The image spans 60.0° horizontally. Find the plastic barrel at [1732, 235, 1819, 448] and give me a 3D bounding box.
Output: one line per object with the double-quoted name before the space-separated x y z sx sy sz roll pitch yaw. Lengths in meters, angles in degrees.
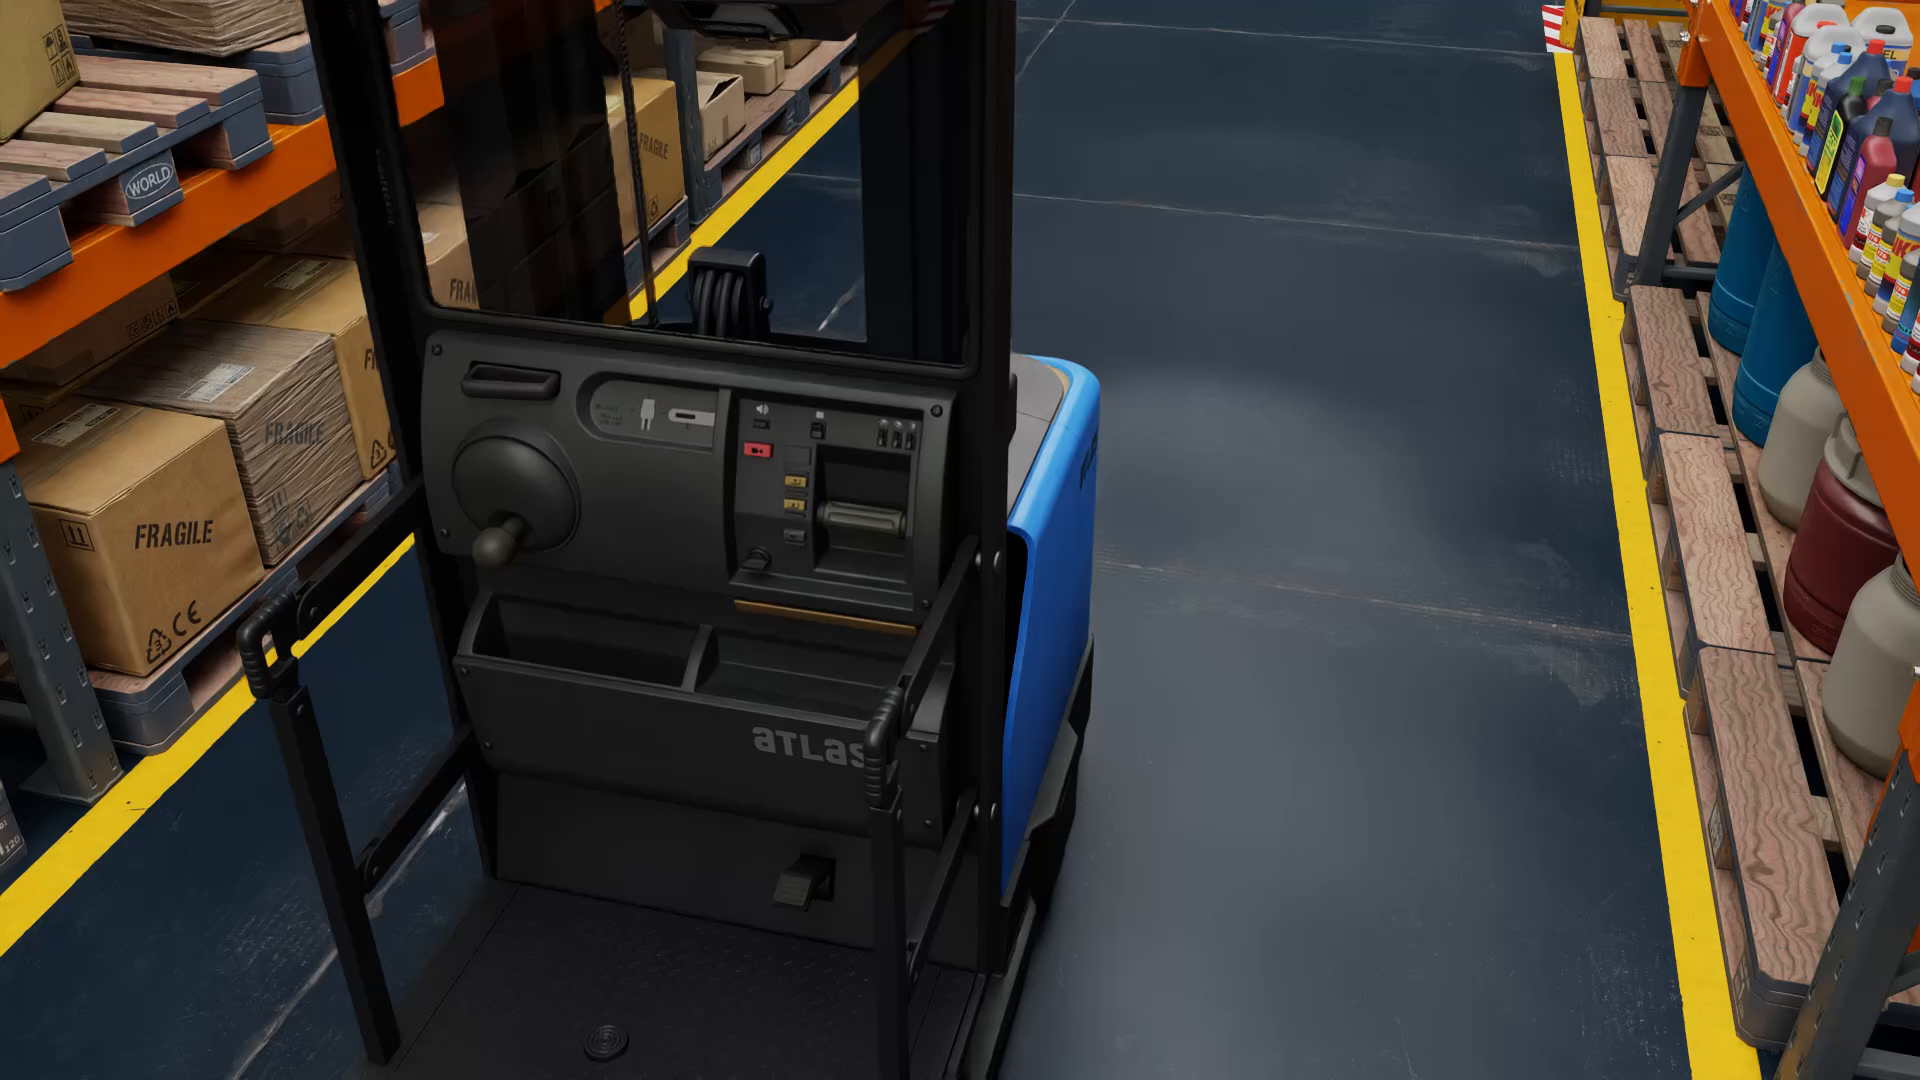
"plastic barrel" 2.818 -0.737 5.178 0.600 0.901 0.708 8 33 12

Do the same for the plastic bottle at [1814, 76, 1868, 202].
"plastic bottle" 2.197 -0.994 4.126 0.061 0.283 0.133 8 33 12

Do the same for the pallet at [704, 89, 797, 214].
"pallet" -1.463 -1.948 8.118 1.003 0.211 1.213 8 33 12

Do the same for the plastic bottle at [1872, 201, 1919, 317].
"plastic bottle" 2.031 -0.610 3.533 0.097 0.271 0.097 0 32 0

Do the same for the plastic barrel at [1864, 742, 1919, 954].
"plastic barrel" 2.244 0.465 3.353 0.600 0.830 0.708 8 33 12

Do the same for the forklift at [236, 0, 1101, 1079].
"forklift" -0.521 -0.052 2.600 1.130 2.935 3.031 8 33 12

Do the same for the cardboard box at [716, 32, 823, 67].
"cardboard box" -1.167 -2.877 8.896 0.797 0.503 0.637 8 33 12

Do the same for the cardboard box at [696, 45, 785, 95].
"cardboard box" -1.113 -2.398 8.456 0.380 0.166 0.250 8 33 12

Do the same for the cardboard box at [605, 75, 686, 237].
"cardboard box" -1.487 -1.605 6.898 0.500 0.500 0.500 8 33 12

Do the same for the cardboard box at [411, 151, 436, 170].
"cardboard box" -2.256 -1.145 6.176 0.500 0.500 0.500 8 33 13

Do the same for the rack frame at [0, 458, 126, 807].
"rack frame" -2.654 -0.693 3.545 1.000 3.000 0.127 8 33 12

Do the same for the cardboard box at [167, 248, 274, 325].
"cardboard box" -2.512 -0.610 5.333 0.500 0.500 0.500 7 33 11

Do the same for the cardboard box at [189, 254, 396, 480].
"cardboard box" -2.002 -0.553 5.245 0.500 0.500 0.500 8 33 12

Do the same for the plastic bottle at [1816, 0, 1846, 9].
"plastic bottle" 2.698 -1.623 5.193 0.097 0.201 0.097 0 32 0

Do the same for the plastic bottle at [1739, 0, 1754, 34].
"plastic bottle" 2.601 -1.745 5.384 0.097 0.201 0.097 0 32 0

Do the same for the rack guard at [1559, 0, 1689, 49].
"rack guard" 4.160 -3.128 9.704 1.175 0.500 0.348 8 33 12

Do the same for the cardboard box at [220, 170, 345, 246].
"cardboard box" -2.378 -1.219 5.593 0.500 0.250 0.500 7 33 11

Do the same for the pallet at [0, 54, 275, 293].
"pallet" -2.549 -0.974 4.165 1.213 0.211 1.003 8 33 12

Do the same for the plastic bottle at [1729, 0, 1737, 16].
"plastic bottle" 2.646 -1.911 5.569 0.061 0.283 0.133 8 33 12

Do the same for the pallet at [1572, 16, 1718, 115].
"pallet" 3.920 -2.569 9.094 1.003 0.211 1.213 8 33 12

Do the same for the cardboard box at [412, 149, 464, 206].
"cardboard box" -1.748 -1.089 6.087 0.500 0.500 0.500 8 33 13

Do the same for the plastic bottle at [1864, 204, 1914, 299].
"plastic bottle" 2.056 -0.631 3.632 0.097 0.201 0.097 0 32 0

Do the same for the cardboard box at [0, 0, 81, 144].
"cardboard box" -2.603 -1.255 3.943 0.700 0.500 0.500 -3 33 -4

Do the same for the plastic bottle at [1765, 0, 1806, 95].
"plastic bottle" 2.421 -1.450 4.844 0.061 0.283 0.133 8 33 12

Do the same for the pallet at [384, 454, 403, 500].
"pallet" -2.116 -0.530 5.887 1.003 0.211 1.213 8 33 12

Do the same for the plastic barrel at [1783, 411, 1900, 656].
"plastic barrel" 2.531 -0.019 4.340 0.600 0.588 0.708 8 33 12

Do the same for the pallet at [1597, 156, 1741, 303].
"pallet" 3.301 -1.303 7.103 1.003 0.211 1.213 8 33 12

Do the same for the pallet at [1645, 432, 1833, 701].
"pallet" 2.608 0.114 4.874 1.003 0.211 1.213 8 33 12

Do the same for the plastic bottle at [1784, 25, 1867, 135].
"plastic bottle" 2.372 -1.251 4.538 0.152 0.276 0.135 8 33 12

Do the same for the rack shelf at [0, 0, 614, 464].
"rack shelf" -2.146 -1.428 5.370 1.077 0.370 4.000 8 33 12

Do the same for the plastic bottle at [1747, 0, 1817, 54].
"plastic bottle" 2.573 -1.662 5.184 0.152 0.276 0.135 8 33 12

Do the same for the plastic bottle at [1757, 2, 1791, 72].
"plastic bottle" 2.492 -1.524 5.036 0.097 0.201 0.097 0 32 0

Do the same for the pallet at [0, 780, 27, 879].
"pallet" -2.900 0.905 3.629 1.003 0.211 1.213 8 33 12

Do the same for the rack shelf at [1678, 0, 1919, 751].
"rack shelf" 2.644 -0.751 4.306 1.077 0.370 4.000 8 33 12

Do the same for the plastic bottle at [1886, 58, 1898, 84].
"plastic bottle" 2.497 -1.212 4.546 0.097 0.201 0.097 0 32 0

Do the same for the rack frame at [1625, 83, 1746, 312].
"rack frame" 3.152 -2.093 5.746 1.000 3.000 0.127 8 33 12

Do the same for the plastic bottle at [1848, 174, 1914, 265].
"plastic bottle" 2.105 -0.732 3.791 0.097 0.201 0.097 0 32 0

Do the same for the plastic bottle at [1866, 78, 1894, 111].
"plastic bottle" 2.256 -0.986 4.113 0.061 0.283 0.133 8 33 12

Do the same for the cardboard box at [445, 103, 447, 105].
"cardboard box" -1.997 -1.682 7.020 0.500 0.500 0.500 7 33 10

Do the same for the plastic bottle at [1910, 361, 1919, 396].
"plastic bottle" 1.932 -0.378 3.234 0.097 0.201 0.097 0 32 0

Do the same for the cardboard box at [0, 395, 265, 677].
"cardboard box" -2.262 -0.021 4.408 0.500 0.500 0.500 9 34 14

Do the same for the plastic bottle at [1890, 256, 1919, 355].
"plastic bottle" 1.982 -0.509 3.374 0.097 0.271 0.097 0 32 0

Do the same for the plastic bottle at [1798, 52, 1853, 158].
"plastic bottle" 2.291 -1.142 4.371 0.097 0.271 0.097 0 32 0
